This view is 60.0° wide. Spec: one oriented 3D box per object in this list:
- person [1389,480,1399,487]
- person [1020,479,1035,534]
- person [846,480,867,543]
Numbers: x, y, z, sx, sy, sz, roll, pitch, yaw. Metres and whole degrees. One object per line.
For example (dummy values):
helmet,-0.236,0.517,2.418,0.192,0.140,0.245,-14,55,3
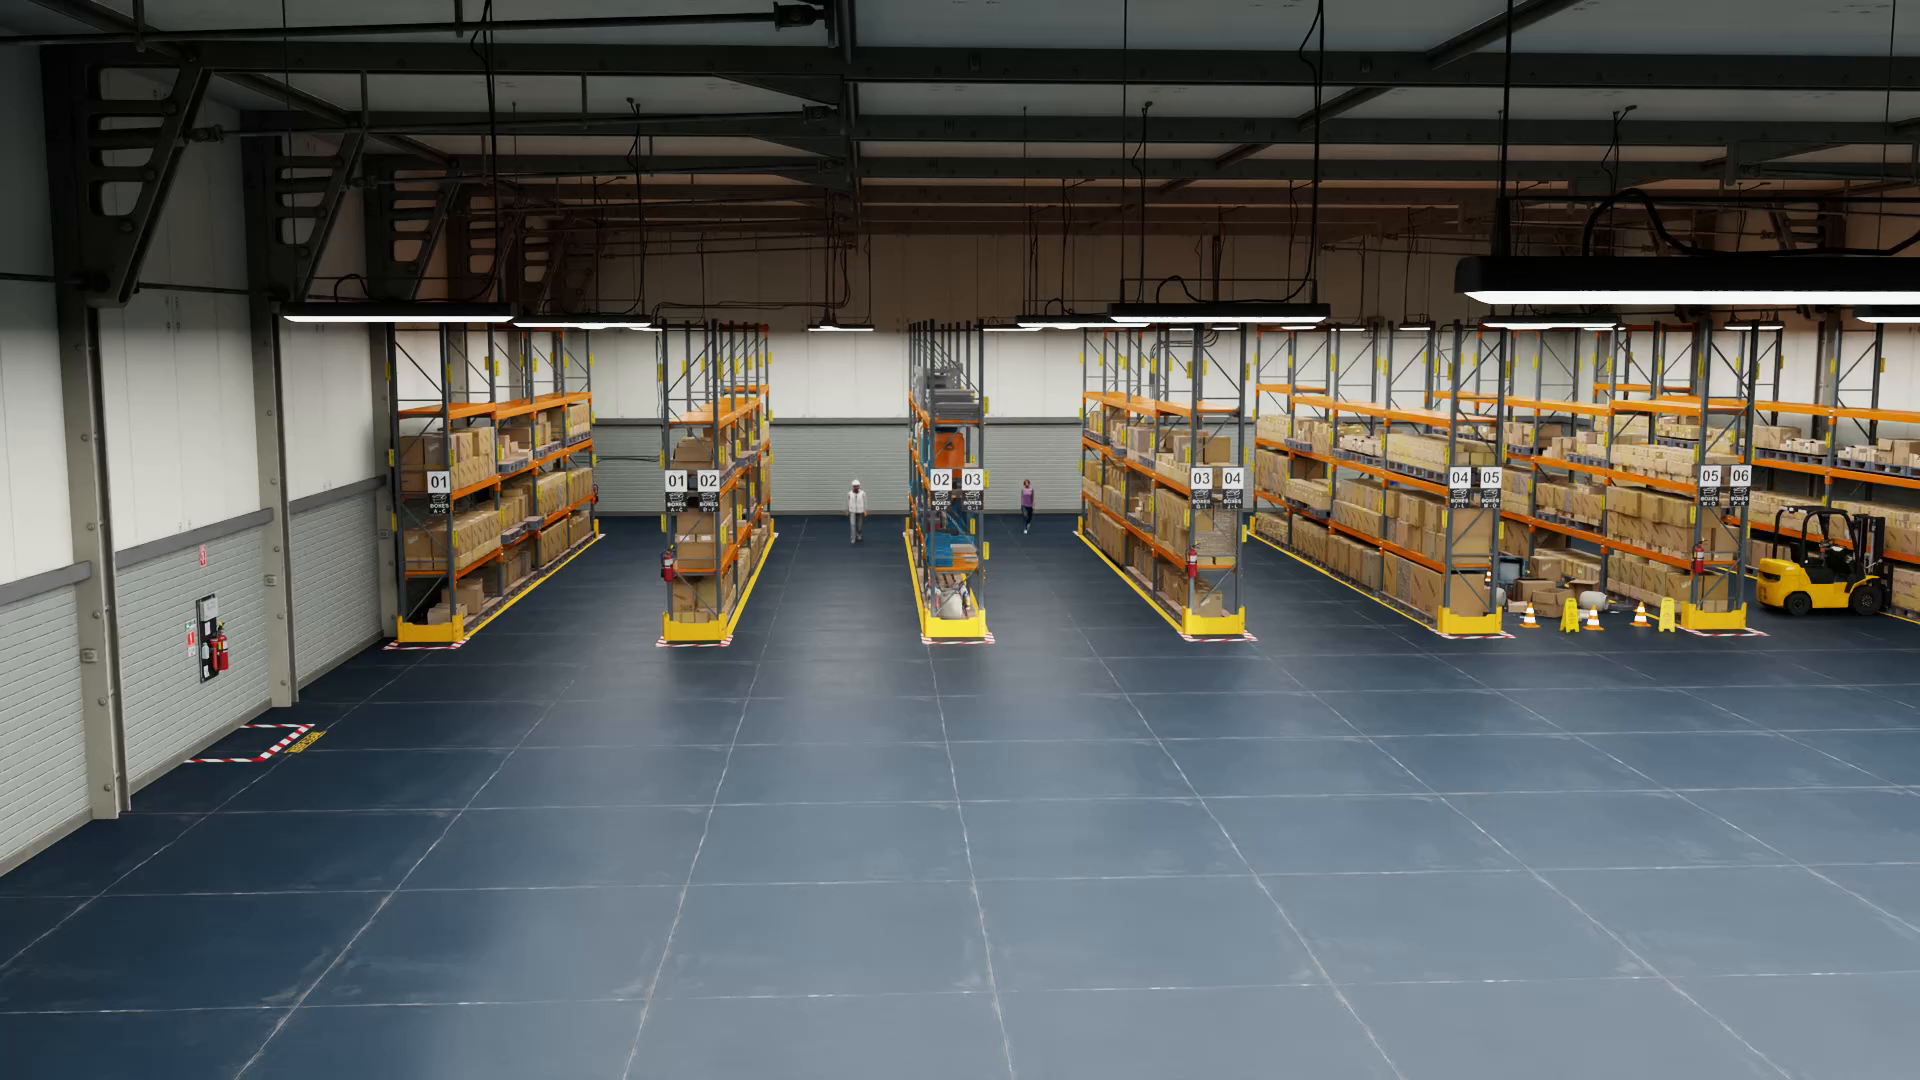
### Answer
person,13.609,-1.537,52.053,0.502,1.633,0.470,-1,7,-9
person,1.948,-0.978,48.045,0.421,1.522,0.768,-1,7,-5
person,-2.849,-0.798,45.801,0.599,1.716,1.074,0,7,-2
